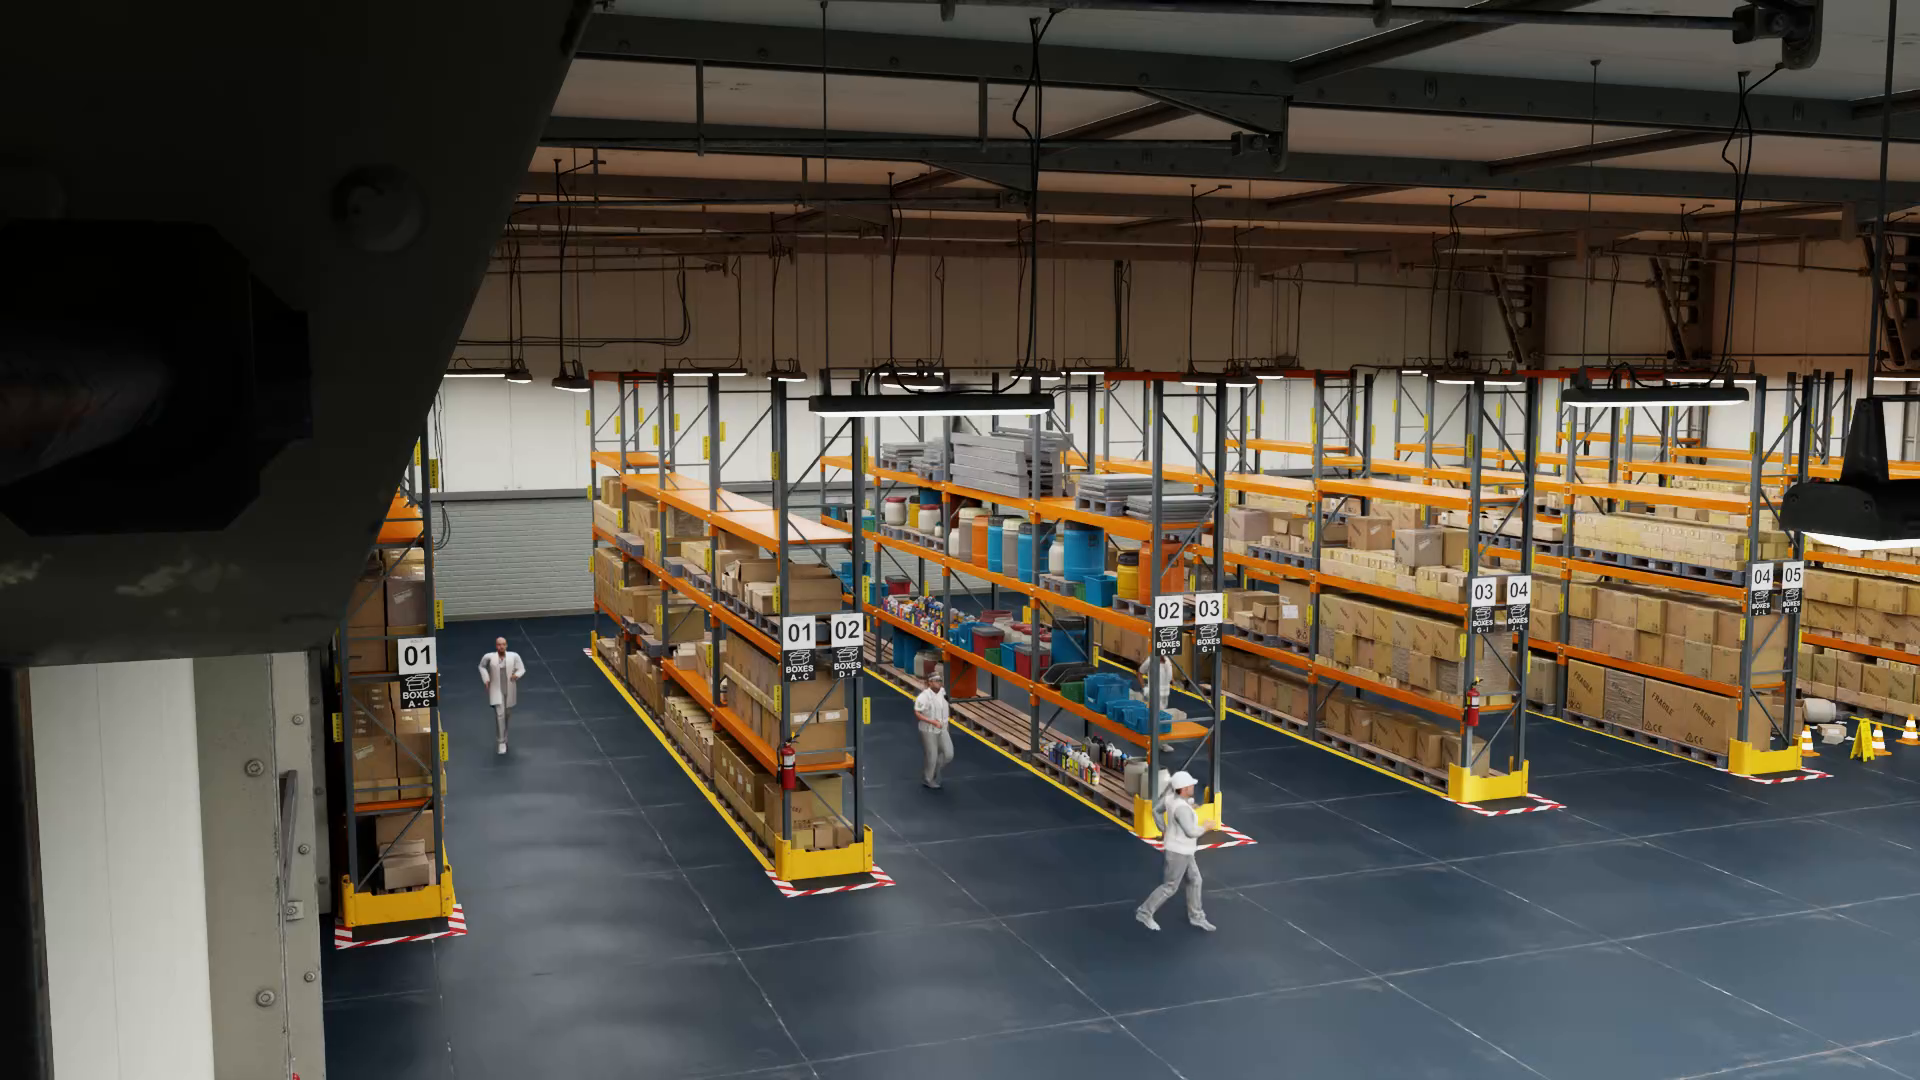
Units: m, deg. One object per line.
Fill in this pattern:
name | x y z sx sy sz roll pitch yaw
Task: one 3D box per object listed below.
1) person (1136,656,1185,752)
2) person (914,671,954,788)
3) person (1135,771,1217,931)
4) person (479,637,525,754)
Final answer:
person | 3.122 2.480 26.773 0.666 1.756 0.892 -6 9 -41
person | -0.349 2.762 24.223 0.660 1.747 0.584 -5 8 -38
person | 2.366 3.409 18.143 0.907 1.804 0.635 0 6 0
person | -7.328 2.444 26.690 0.695 1.805 0.982 -3 7 -25
